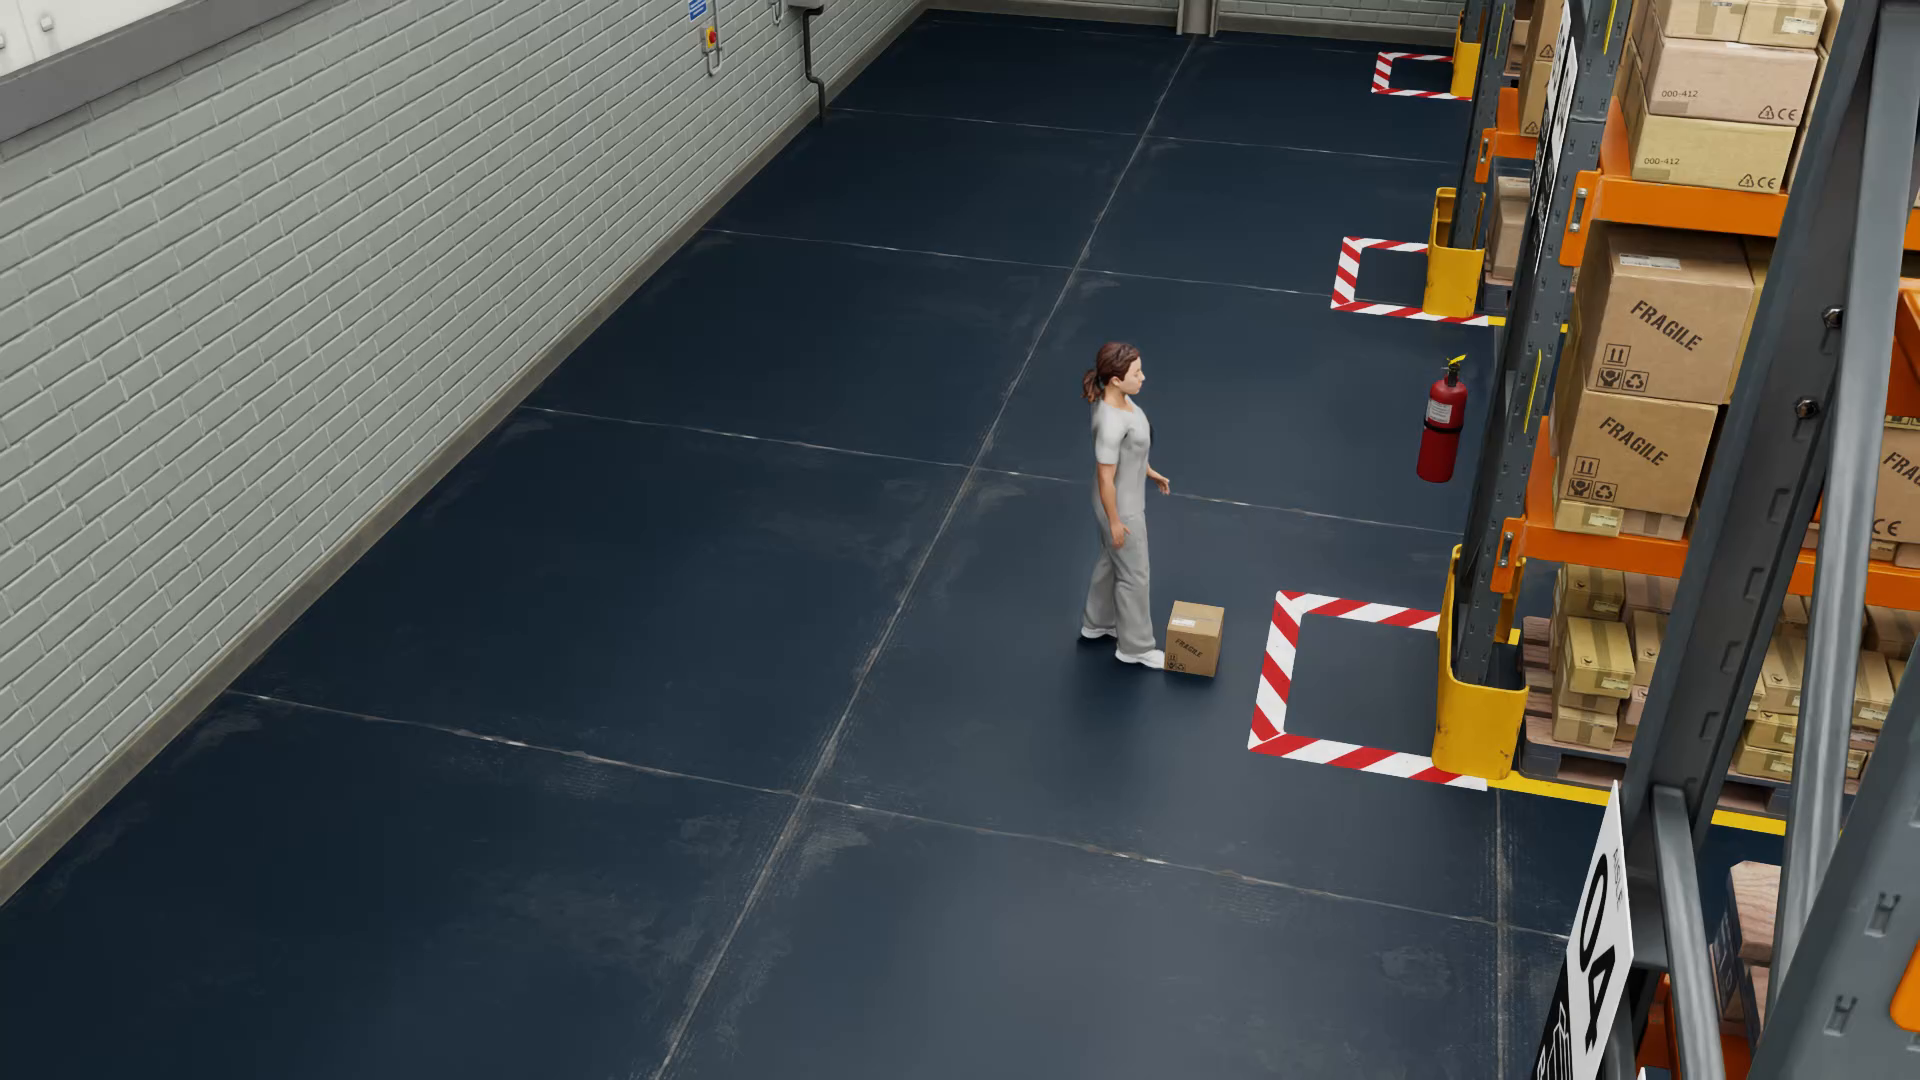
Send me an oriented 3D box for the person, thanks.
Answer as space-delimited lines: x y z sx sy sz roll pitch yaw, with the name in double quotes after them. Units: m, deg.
0.817 -0.168 7.919 0.540 1.689 0.492 2 33 3 "person"
